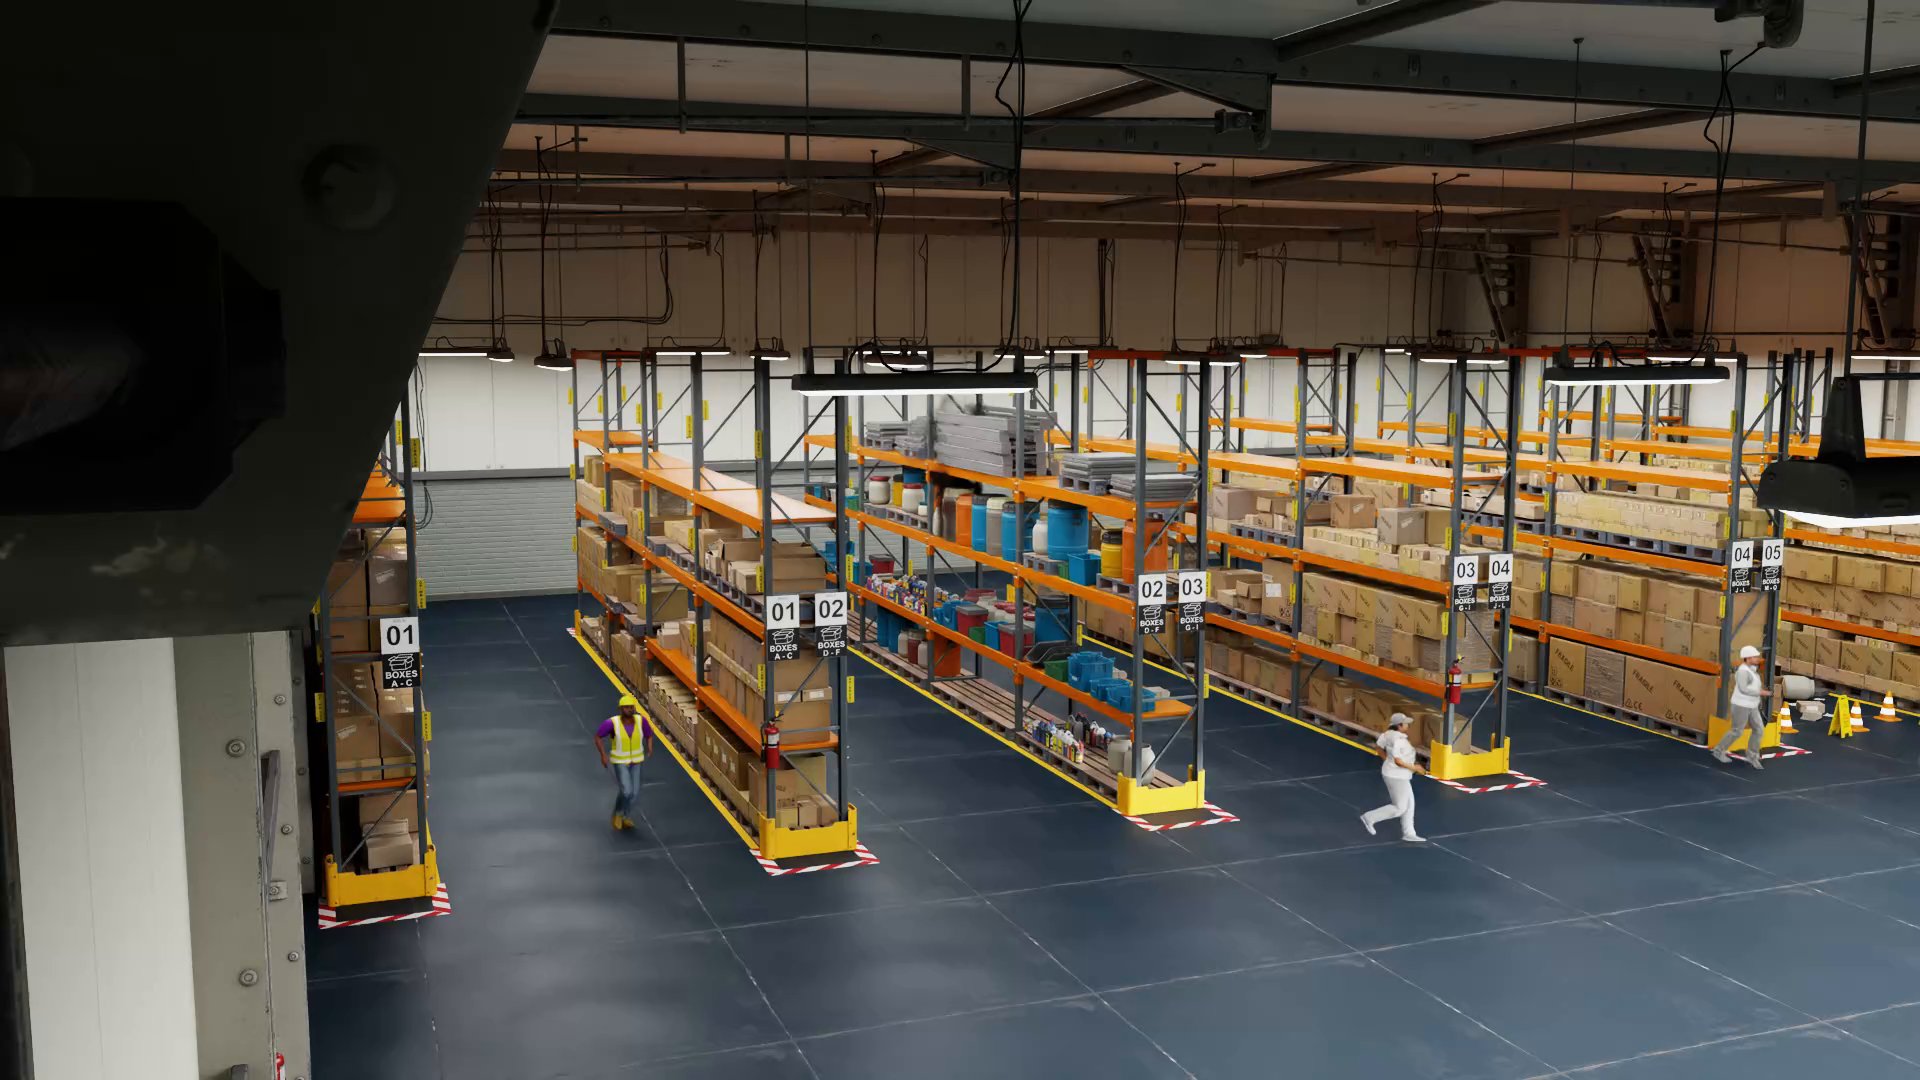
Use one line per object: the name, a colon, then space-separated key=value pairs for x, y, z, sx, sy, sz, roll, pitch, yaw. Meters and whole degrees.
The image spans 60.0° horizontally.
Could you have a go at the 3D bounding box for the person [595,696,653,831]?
person: x=-4.212 y=2.839 z=21.171 sx=0.699 sy=1.741 sz=0.640 roll=-5 pitch=8 yaw=-33

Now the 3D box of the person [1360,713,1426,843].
person: x=5.395 y=2.969 z=20.662 sx=0.850 sy=1.650 sz=0.611 roll=0 pitch=7 yaw=1

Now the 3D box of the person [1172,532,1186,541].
person: x=5.292 y=0.452 z=40.706 sx=0.568 sy=1.656 sz=0.650 roll=-7 pitch=10 yaw=-43

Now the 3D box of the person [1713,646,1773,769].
person: x=11.462 y=2.455 z=24.294 sx=0.758 sy=1.854 sz=0.671 roll=6 pitch=9 yaw=41
